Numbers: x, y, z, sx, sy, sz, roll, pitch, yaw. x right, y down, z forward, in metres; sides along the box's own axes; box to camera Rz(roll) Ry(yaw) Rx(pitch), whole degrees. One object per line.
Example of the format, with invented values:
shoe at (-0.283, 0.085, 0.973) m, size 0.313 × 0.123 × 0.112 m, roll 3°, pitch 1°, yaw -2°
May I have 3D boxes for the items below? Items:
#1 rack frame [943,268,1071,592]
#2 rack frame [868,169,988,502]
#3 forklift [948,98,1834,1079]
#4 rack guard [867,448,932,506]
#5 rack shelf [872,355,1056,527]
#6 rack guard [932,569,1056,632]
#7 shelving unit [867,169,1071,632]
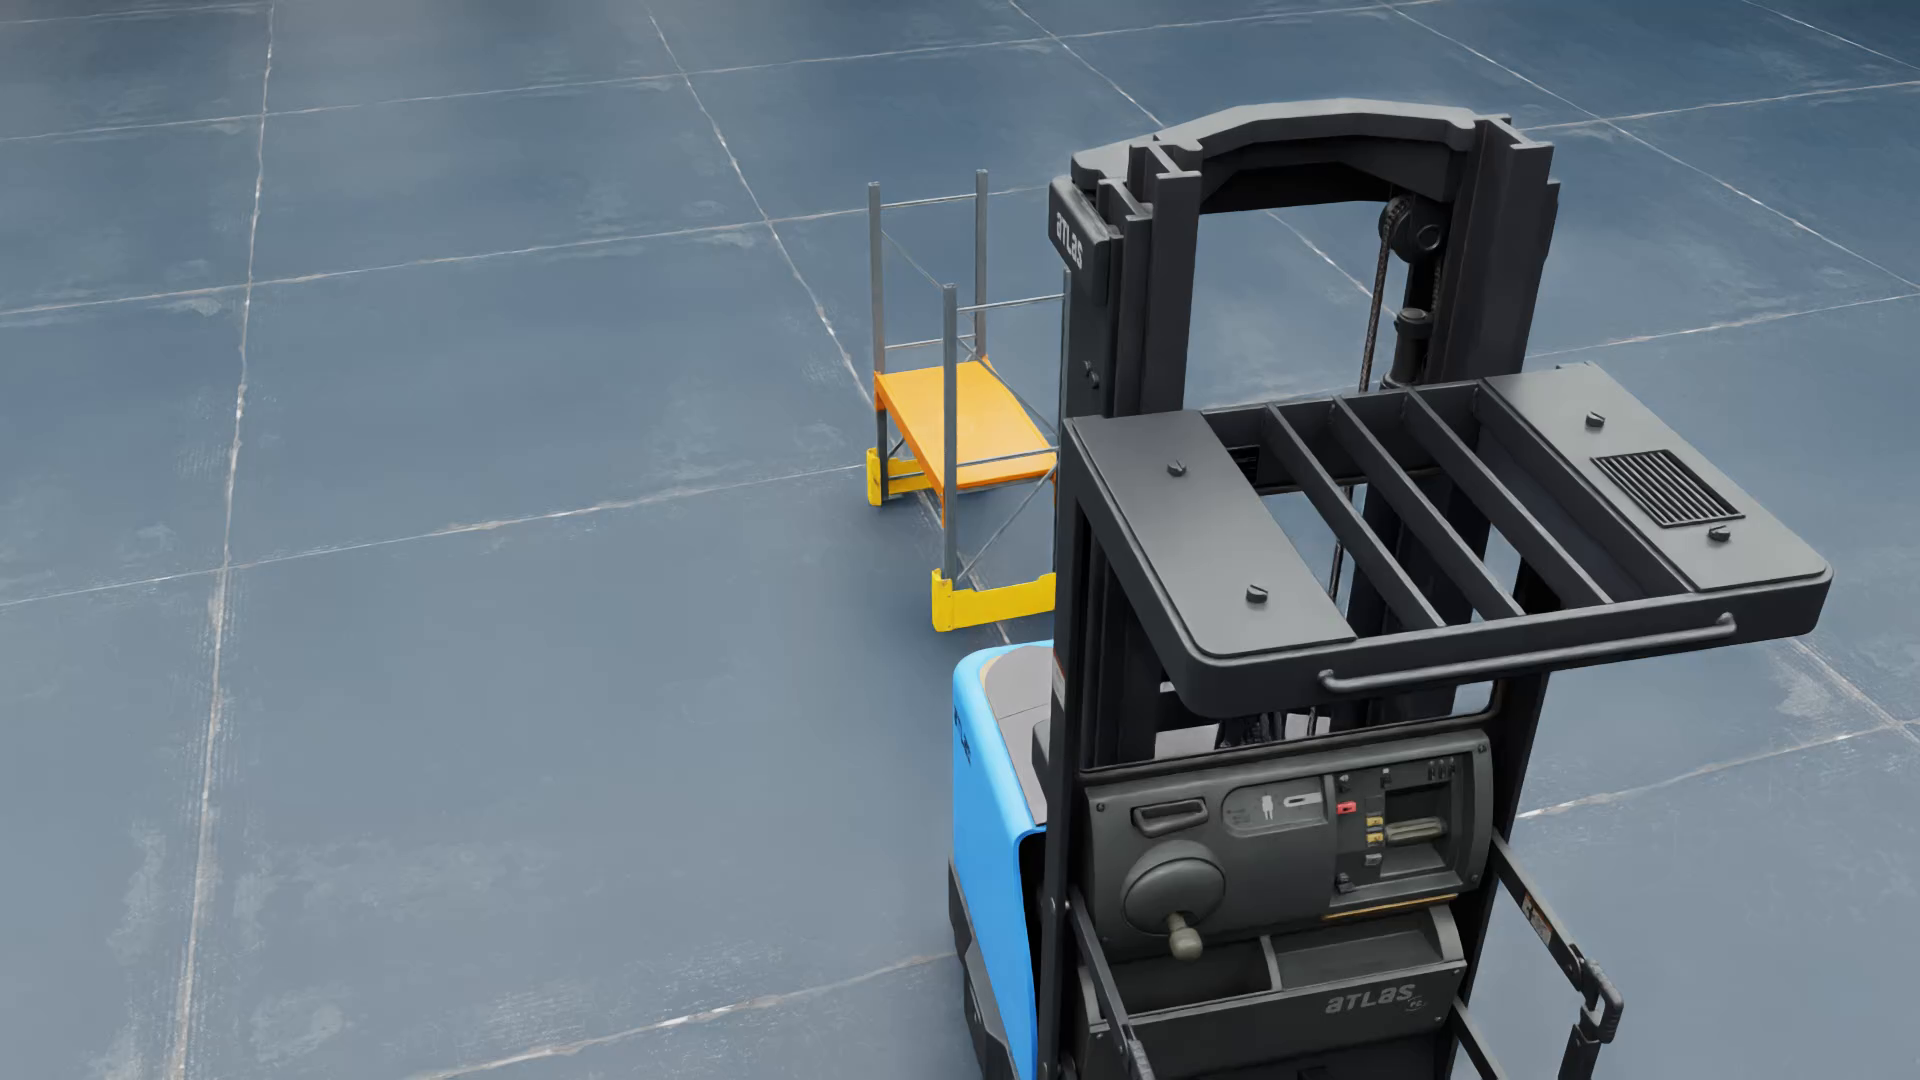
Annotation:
rack frame at (0.181, -0.314, 6.365) m, size 0.500 × 1.500 × 0.032 m, roll -10°, pitch 35°, yaw -15°
rack frame at (-0.129, -0.848, 7.173) m, size 0.500 × 1.500 × 0.032 m, roll -10°, pitch 35°, yaw -15°
forklift at (0.783, 0.732, 3.484) m, size 1.130 × 2.935 × 3.031 m, roll -7°, pitch 34°, yaw -10°
rack guard at (-0.129, -0.326, 7.516) m, size 0.587 × 0.250 × 0.087 m, roll -10°, pitch 35°, yaw -15°
rack shelf at (0.026, -0.431, 6.868) m, size 0.538 × 0.185 × 1.000 m, roll -10°, pitch 35°, yaw -15°
rack guard at (0.175, 0.197, 6.725) m, size 0.587 × 0.250 × 0.087 m, roll -10°, pitch 35°, yaw -15°
shelving unit at (0.023, -0.586, 6.776) m, size 0.587 × 1.500 × 1.083 m, roll -10°, pitch 35°, yaw -15°
